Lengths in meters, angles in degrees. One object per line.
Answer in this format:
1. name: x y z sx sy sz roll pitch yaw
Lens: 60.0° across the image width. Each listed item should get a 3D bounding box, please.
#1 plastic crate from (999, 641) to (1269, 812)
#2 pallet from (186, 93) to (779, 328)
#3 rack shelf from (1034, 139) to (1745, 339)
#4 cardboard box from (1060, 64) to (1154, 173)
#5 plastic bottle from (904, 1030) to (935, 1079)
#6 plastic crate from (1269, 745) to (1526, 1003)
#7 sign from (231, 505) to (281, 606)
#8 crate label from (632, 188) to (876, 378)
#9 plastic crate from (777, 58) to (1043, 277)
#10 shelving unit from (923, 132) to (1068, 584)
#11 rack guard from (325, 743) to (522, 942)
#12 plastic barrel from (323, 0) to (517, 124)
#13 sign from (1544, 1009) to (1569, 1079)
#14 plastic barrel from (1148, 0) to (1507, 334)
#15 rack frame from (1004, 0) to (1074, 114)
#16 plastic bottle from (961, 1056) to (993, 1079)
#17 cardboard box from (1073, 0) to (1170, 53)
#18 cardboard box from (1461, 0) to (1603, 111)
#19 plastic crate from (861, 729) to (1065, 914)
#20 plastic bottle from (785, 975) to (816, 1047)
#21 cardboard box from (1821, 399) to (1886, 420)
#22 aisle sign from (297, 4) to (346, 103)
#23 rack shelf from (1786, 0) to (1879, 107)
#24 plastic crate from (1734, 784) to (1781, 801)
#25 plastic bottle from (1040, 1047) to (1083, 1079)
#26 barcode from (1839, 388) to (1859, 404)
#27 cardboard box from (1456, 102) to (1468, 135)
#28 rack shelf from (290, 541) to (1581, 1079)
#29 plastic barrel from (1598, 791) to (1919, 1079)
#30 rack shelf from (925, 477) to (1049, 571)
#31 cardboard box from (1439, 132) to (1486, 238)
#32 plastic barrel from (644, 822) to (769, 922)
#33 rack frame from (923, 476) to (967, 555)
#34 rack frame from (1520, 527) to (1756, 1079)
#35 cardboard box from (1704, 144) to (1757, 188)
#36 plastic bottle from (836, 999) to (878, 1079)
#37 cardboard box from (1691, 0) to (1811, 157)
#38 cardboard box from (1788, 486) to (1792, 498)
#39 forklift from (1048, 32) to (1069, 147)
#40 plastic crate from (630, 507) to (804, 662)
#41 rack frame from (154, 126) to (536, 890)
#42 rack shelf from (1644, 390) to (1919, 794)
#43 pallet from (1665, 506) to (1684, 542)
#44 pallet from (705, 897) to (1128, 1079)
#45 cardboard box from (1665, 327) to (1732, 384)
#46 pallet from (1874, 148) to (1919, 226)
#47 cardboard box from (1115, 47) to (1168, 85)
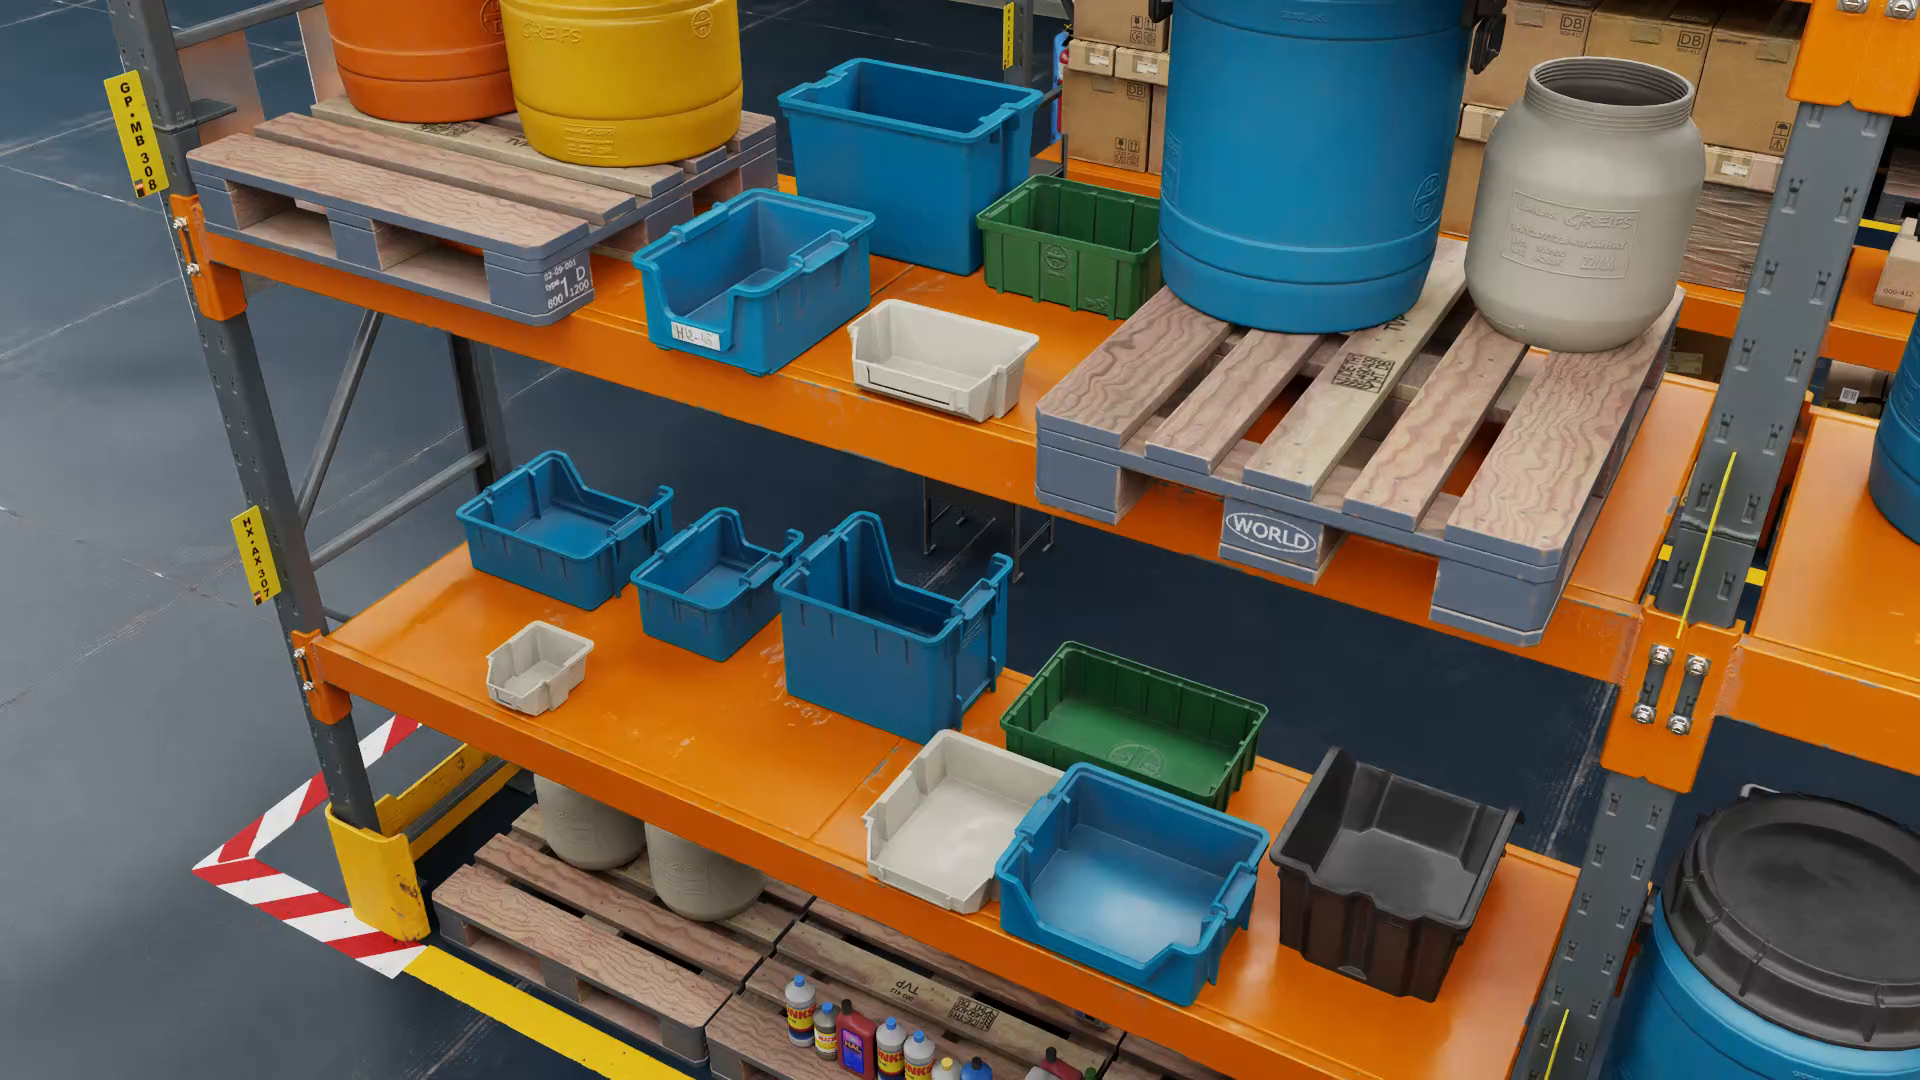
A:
1. plastic crate: 0.505 0.582 4.861 0.662 0.188 0.450 18 37 24
2. pallet: -1.260 -0.993 4.499 1.213 0.211 1.003 18 37 24
3. rack shelf: 2.268 -1.631 8.641 4.000 0.370 1.077 18 37 24
4. cardboard box: 0.930 -2.387 9.038 0.500 0.500 0.700 18 37 24
5. plastic bottle: -0.126 1.625 5.167 0.097 0.271 0.097 0 34 0
6. plastic crate: 1.152 0.823 4.363 0.504 0.338 0.767 18 37 24
7. sign: -2.206 0.051 5.218 0.005 0.325 0.100 18 37 24
8. crate label: -0.469 -0.610 3.888 0.408 0.251 0.502 18 37 24
9. plastic crate: -0.125 -0.960 4.293 0.575 0.384 0.392 18 37 24
10. shelving unit: 0.144 -0.828 7.600 0.503 2.100 0.431 18 37 24
11. rack guard: -1.840 0.941 6.385 0.348 0.500 1.175 18 37 24
12. plastic barrel: -1.445 -1.627 4.514 0.708 0.830 0.600 18 37 24
13. sign: 1.261 1.149 3.568 0.005 0.325 0.100 18 37 24
14. plastic barrel: 0.732 -0.955 3.440 0.708 0.901 0.600 18 37 24
15. rack frame: 0.531 -2.480 9.268 0.127 3.000 1.000 18 37 24
16. plastic bottle: 0.050 1.681 5.084 0.097 0.271 0.097 0 34 0
17. cardboard box: 0.976 -2.913 8.657 0.500 0.500 0.700 18 38 25
18. cardboard box: 2.742 -2.357 7.823 0.500 0.500 0.700 18 37 24
19. plastic crate: 0.008 0.788 4.599 0.437 0.136 0.530 18 37 24
20. plastic bottle: -0.510 1.504 5.350 0.097 0.271 0.097 0 34 0
21. cardboard box: 4.239 -0.410 7.756 0.500 0.311 0.500 18 38 25
22. aisle sign: -1.845 -1.342 5.214 0.004 0.787 0.394 18 37 24
23. rack shelf: -0.193 -1.579 3.512 4.000 0.370 1.077 18 37 24
24. plastic crate: 2.115 0.962 4.041 0.583 0.464 0.402 18 37 24
25. plastic bottle: 0.307 1.672 5.087 0.133 0.283 0.061 18 37 24
26. barcode: 4.019 -0.652 7.515 0.075 0.075 0.001 18 37 24
27. cardboard box: 2.328 -2.085 7.999 0.250 0.149 0.380 19 38 26
28. rack shelf: -0.193 0.752 5.063 4.000 0.370 1.077 18 37 24
29. plastic barrel: 1.728 1.046 3.521 0.708 0.901 0.600 18 37 24
30. rack shelf: 0.144 -0.234 7.995 0.480 0.518 0.431 18 37 24
31. cardboard box: 2.721 -1.822 8.190 0.500 0.500 0.700 18 38 25
32. plastic barrel: -0.885 1.045 5.840 0.421 0.512 0.421 0 34 0
33. rack frame: -0.068 -0.896 7.700 0.015 2.100 0.400 18 37 24
34. rack frame: 1.543 1.003 4.038 0.127 3.000 1.000 18 37 24
35. cardboard box: 3.448 -1.732 7.470 0.250 0.149 0.380 17 37 23
36. plastic bottle: -0.323 1.570 5.240 0.133 0.283 0.061 18 38 25
37. cardboard box: 3.616 -2.081 7.408 0.500 0.500 0.700 18 38 25
38. cardboard box: 4.231 -0.180 7.916 0.500 0.250 0.500 17 37 23
39. forklift: 2.159 -3.638 11.069 3.031 2.935 1.130 0 34 0
40. plastic crate: -0.786 0.139 5.468 0.408 0.251 0.499 18 37 24
41. rack frame: -1.930 -0.097 5.690 0.127 3.000 1.000 18 37 24
42. rack shelf: 3.280 0.604 2.580 4.000 0.370 1.077 18 37 24
43. pallet: 3.335 -0.458 8.748 1.213 0.211 1.003 18 37 24
44. pallet: -0.083 1.624 5.622 1.213 0.211 1.003 18 37 24
45. cardboard box: 3.757 -1.001 8.472 0.500 0.500 0.500 18 37 24
46. pallet: 7.136 -2.391 11.650 1.213 0.211 1.003 18 37 24
47. cardboard box: 0.996 -2.509 8.636 0.250 0.149 0.380 17 37 23
